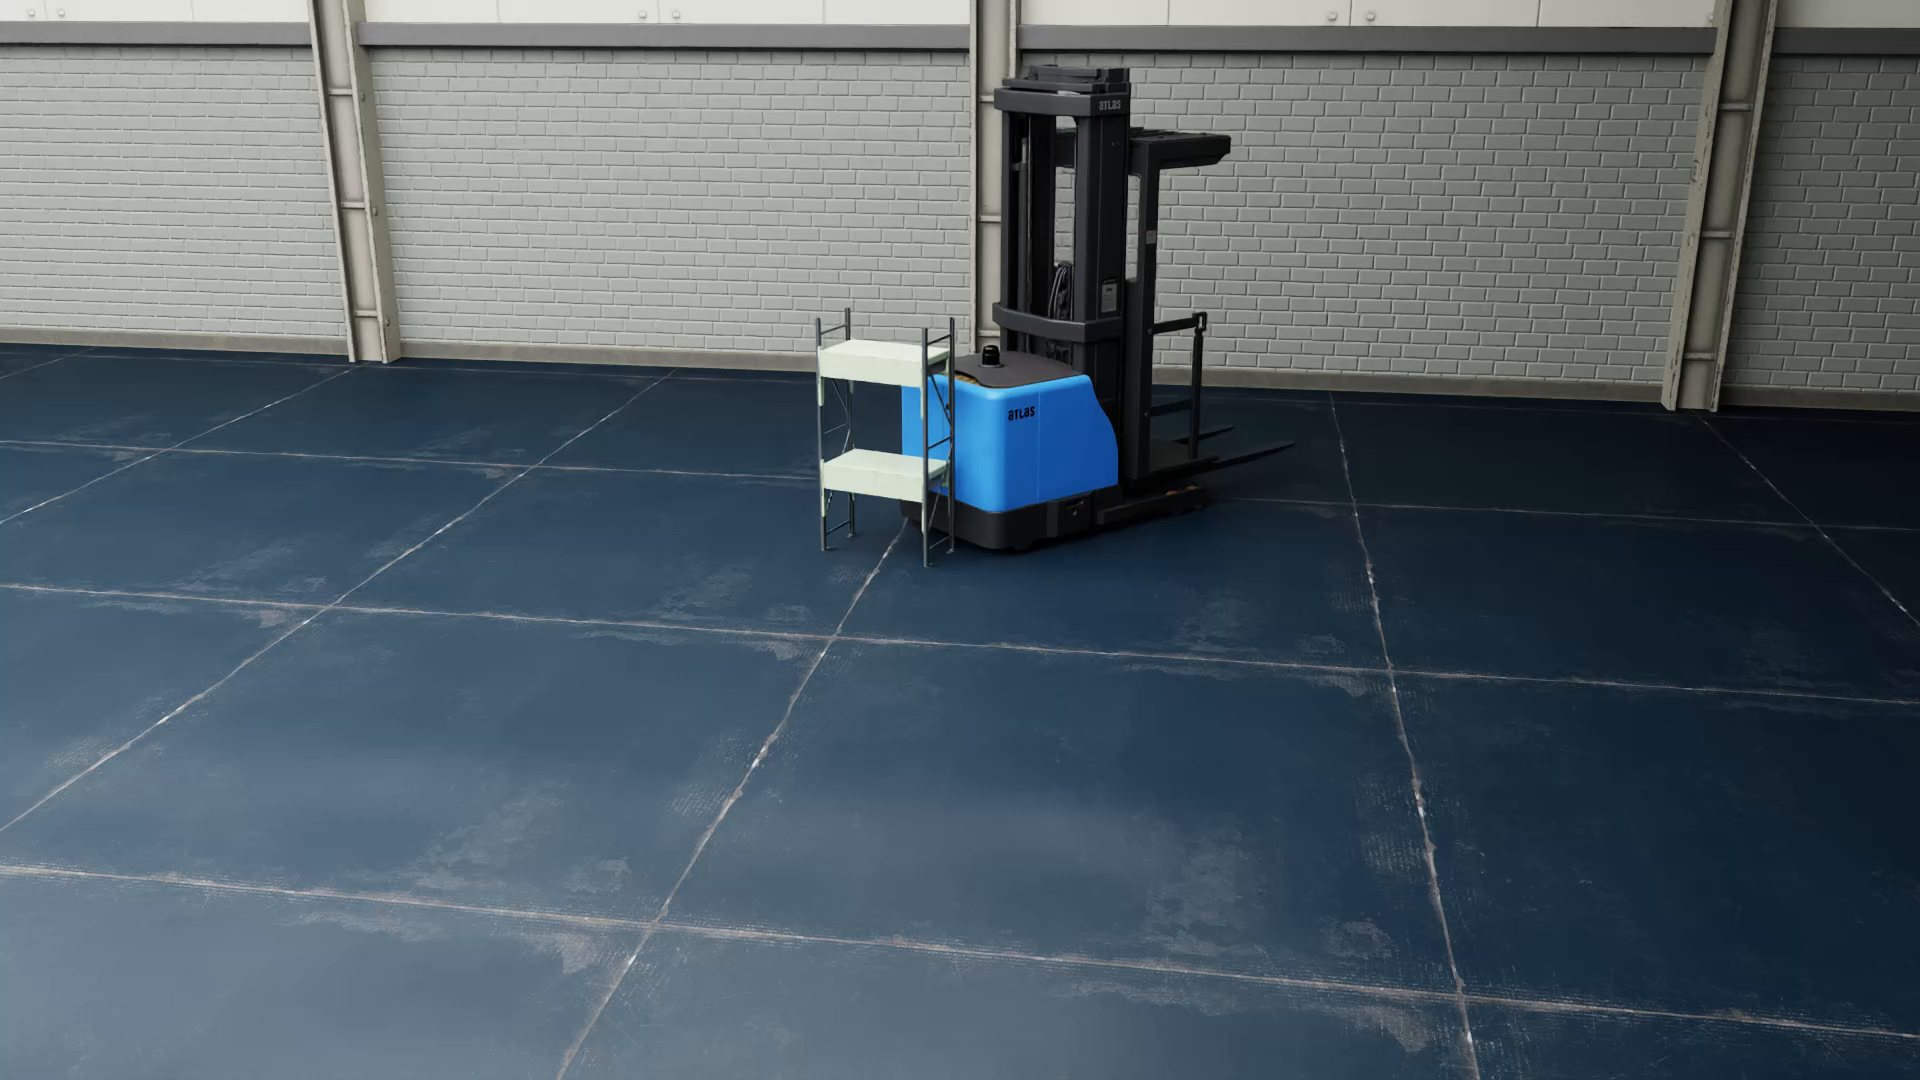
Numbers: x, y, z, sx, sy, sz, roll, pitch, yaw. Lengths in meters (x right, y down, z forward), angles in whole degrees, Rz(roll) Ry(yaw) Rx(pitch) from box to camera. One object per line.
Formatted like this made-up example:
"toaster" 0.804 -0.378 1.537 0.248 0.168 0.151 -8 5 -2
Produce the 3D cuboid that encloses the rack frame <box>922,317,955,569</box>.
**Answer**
"rack frame" -0.128 -0.592 10.207 0.023 1.500 0.400 9 20 25

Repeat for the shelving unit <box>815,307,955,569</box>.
"shelving unit" -0.457 -0.643 10.360 0.755 1.500 0.431 9 20 25

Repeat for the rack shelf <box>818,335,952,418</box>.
"rack shelf" -0.457 -1.013 10.236 0.720 0.370 0.431 9 20 25

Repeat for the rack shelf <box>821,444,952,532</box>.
"rack shelf" -0.457 -0.333 10.463 0.720 0.370 0.431 9 20 25

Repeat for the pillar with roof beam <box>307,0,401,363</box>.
"pillar with roof beam" -6.305 -4.662 10.556 0.400 9.000 9.100 3 19 9

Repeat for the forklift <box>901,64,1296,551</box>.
"forklift" 1.076 -1.677 11.197 3.031 2.935 1.130 -14 23 -36

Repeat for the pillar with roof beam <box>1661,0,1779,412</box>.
"pillar with roof beam" 5.543 -4.058 8.751 0.400 9.000 9.100 3 19 9

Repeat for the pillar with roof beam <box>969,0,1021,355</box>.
"pillar with roof beam" -0.381 -4.360 9.653 0.400 9.000 9.100 3 19 9

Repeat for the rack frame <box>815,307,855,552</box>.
"rack frame" -0.786 -0.694 10.512 0.023 1.500 0.400 9 20 25
